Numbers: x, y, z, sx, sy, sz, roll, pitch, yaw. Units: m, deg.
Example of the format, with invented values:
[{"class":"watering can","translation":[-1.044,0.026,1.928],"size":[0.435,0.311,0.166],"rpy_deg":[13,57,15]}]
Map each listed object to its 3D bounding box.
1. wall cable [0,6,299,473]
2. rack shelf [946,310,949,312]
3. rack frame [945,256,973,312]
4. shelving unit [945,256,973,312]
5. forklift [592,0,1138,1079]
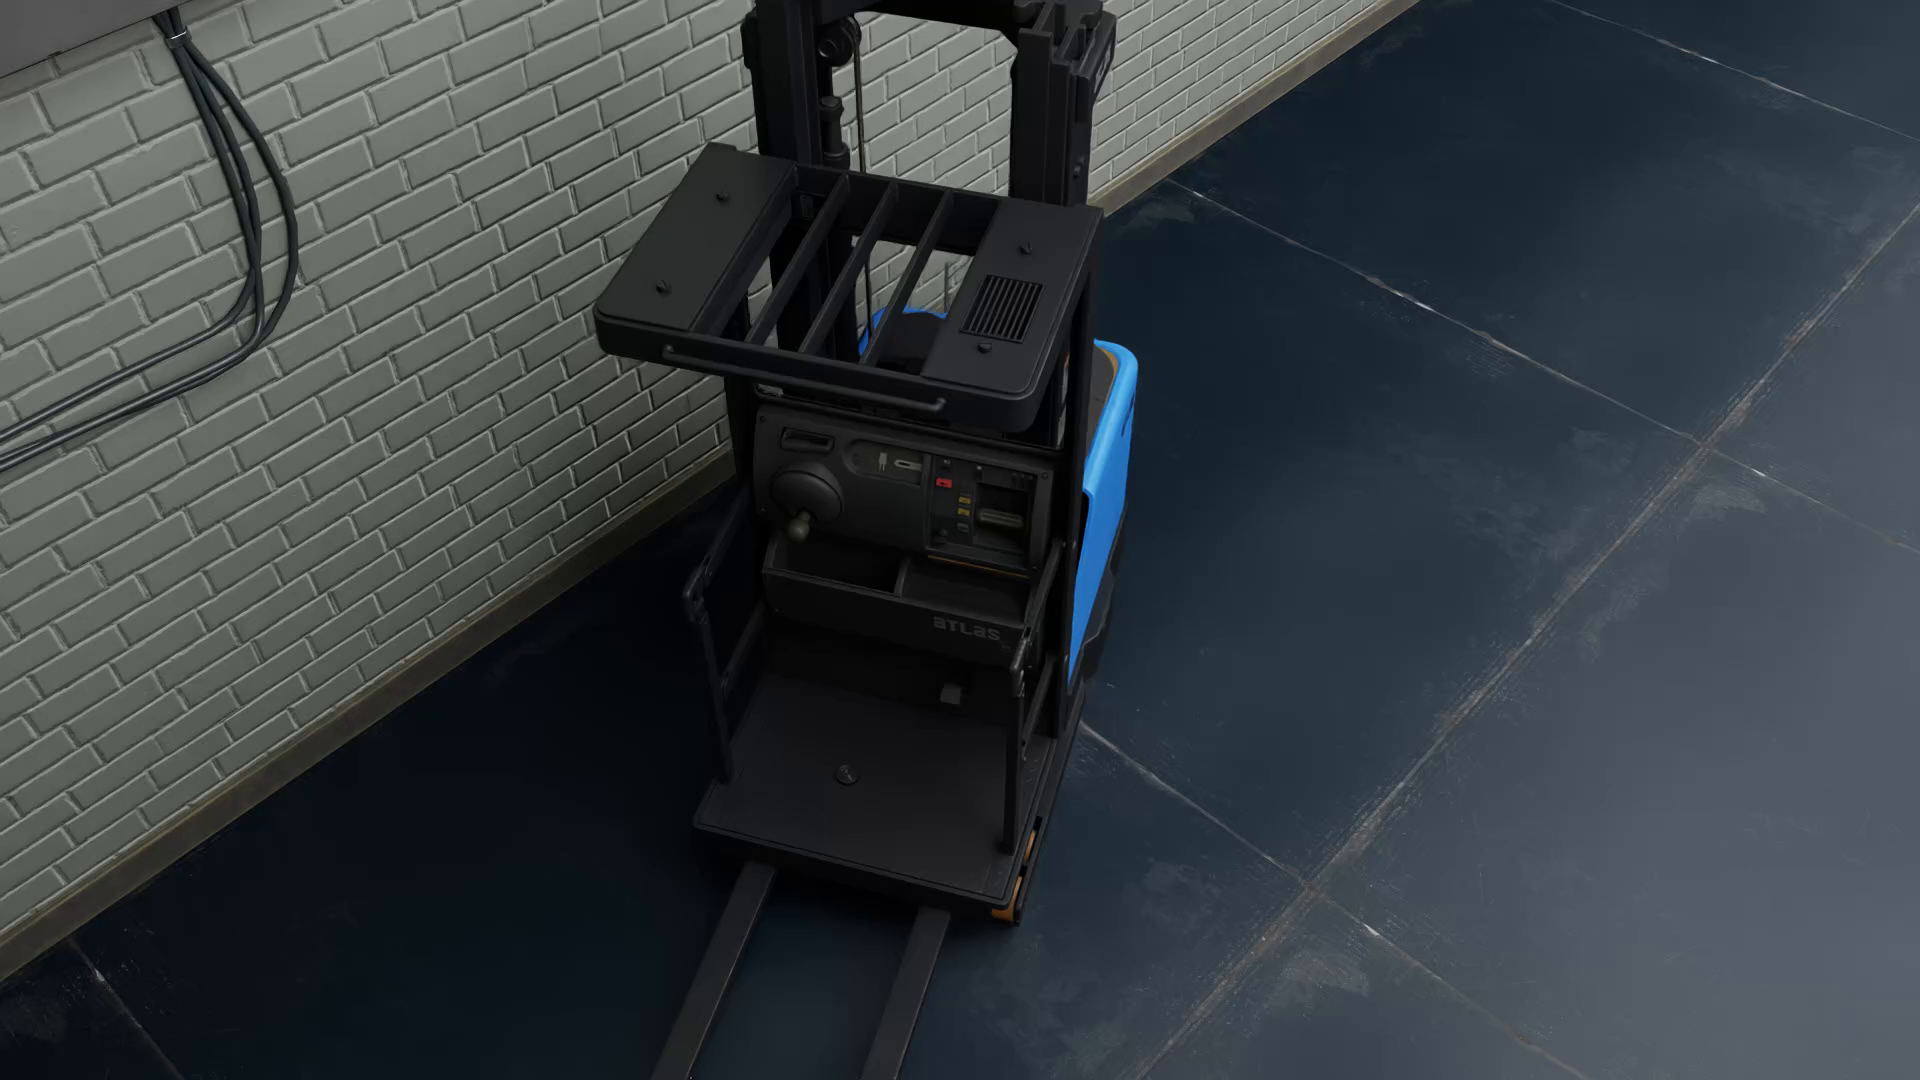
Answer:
[{"class":"wall cable","translation":[-2.974,-0.696,3.469],"size":[0.112,2.526,3.097],"rpy_deg":[34,55,28]},{"class":"rack shelf","translation":[0.090,-0.872,6.421],"size":[0.180,0.103,0.258],"rpy_deg":[28,53,23]},{"class":"rack frame","translation":[0.016,-0.694,6.688],"size":[0.006,1.200,0.240],"rpy_deg":[28,53,23]},{"class":"shelving unit","translation":[0.090,-0.656,6.651],"size":[0.189,1.200,0.258],"rpy_deg":[28,53,23]},{"class":"forklift","translation":[-0.238,-0.040,4.885],"size":[1.130,2.935,3.031],"rpy_deg":[12,48,11]}]
